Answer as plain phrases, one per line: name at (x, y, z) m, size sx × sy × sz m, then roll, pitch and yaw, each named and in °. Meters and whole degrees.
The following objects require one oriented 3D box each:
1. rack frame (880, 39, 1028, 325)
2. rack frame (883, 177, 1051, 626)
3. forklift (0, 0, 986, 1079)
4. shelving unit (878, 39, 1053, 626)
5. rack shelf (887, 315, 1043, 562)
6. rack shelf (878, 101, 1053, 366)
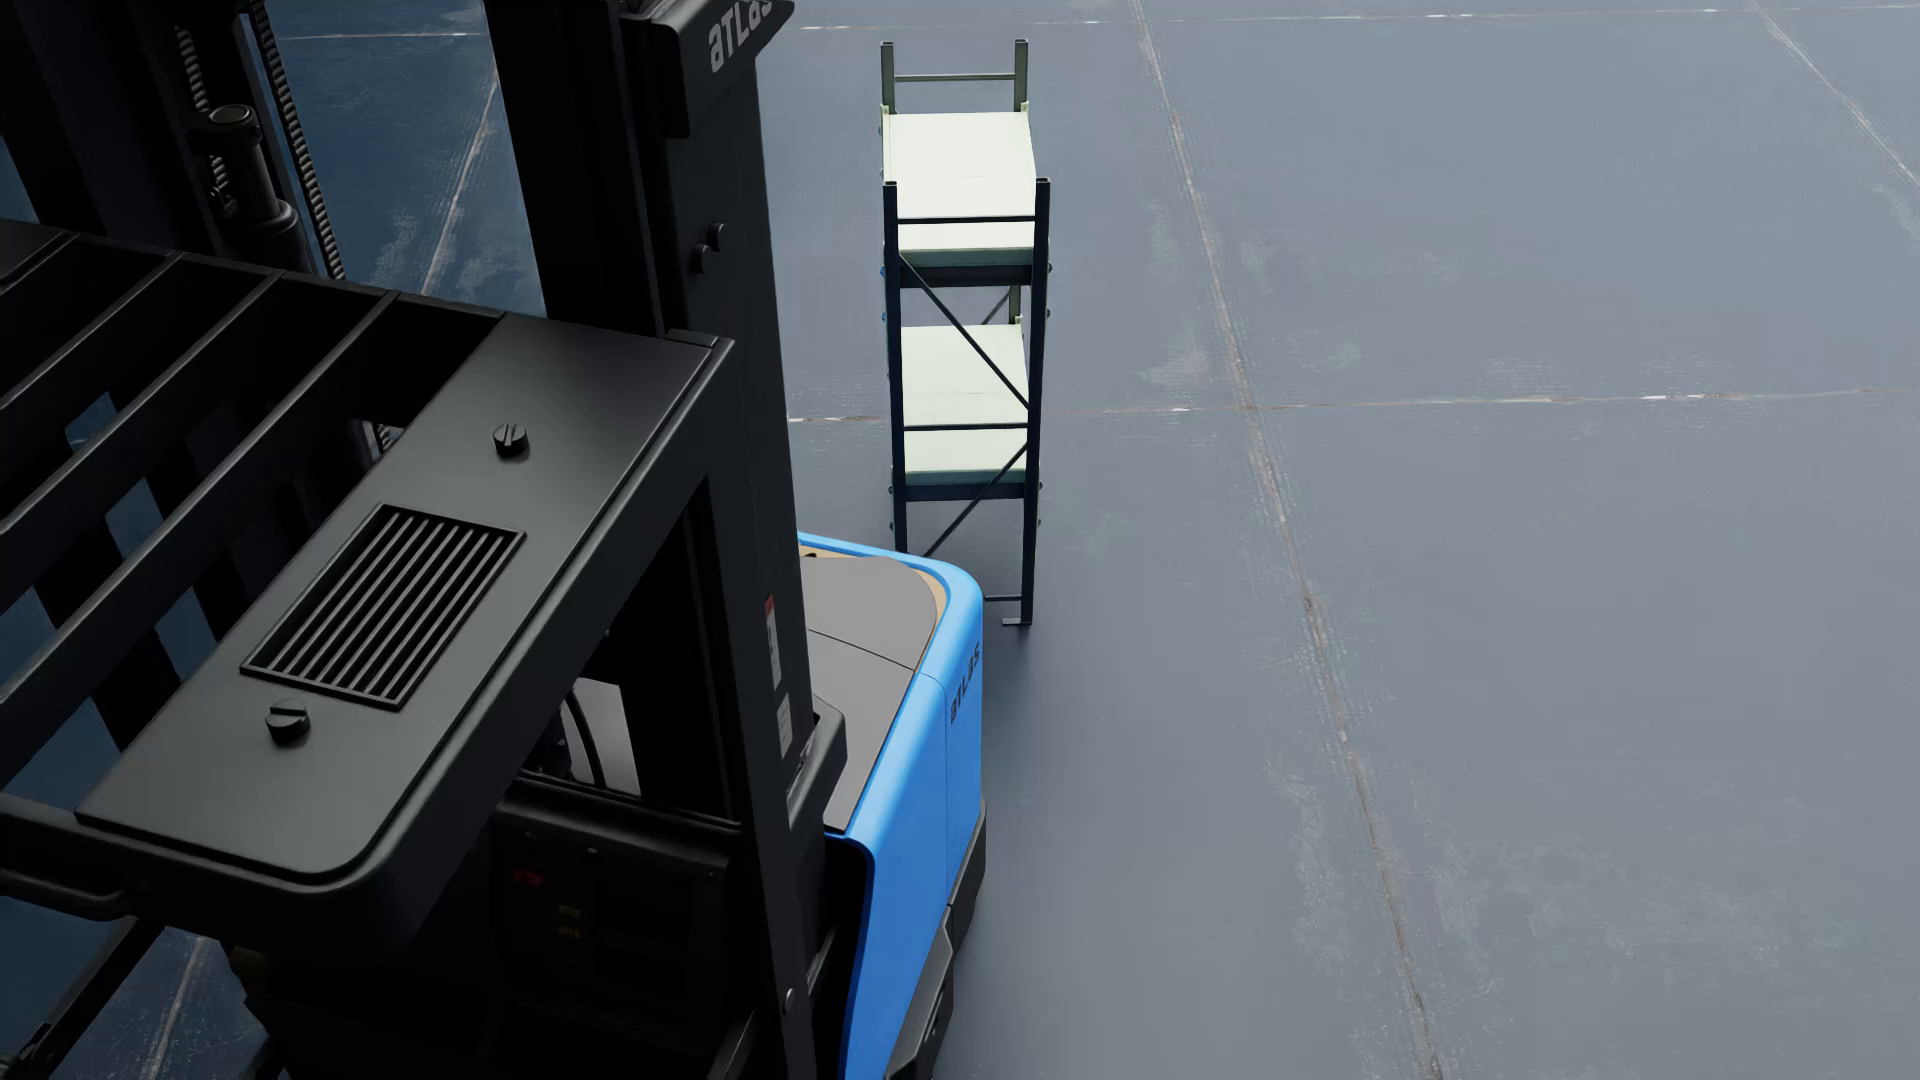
rack frame at (-0.015, -0.795, 5.008) m, size 0.400 × 1.500 × 0.023 m, roll -2°, pitch 43°, yaw -2°
rack frame at (0.016, -0.301, 4.469) m, size 0.400 × 1.500 × 0.023 m, roll -2°, pitch 43°, yaw -2°
forklift at (-0.849, 0.632, 2.392) m, size 1.130 × 2.935 × 3.031 m, roll 12°, pitch 44°, yaw 12°
shelving unit at (0.000, -0.548, 4.738) m, size 0.431 × 1.500 × 0.755 m, roll -2°, pitch 43°, yaw -2°
rack shelf at (0.000, -0.308, 4.959) m, size 0.431 × 0.370 × 0.720 m, roll -2°, pitch 43°, yaw -2°
rack shelf at (0.000, -0.836, 4.475) m, size 0.431 × 0.370 × 0.720 m, roll -2°, pitch 43°, yaw -2°
